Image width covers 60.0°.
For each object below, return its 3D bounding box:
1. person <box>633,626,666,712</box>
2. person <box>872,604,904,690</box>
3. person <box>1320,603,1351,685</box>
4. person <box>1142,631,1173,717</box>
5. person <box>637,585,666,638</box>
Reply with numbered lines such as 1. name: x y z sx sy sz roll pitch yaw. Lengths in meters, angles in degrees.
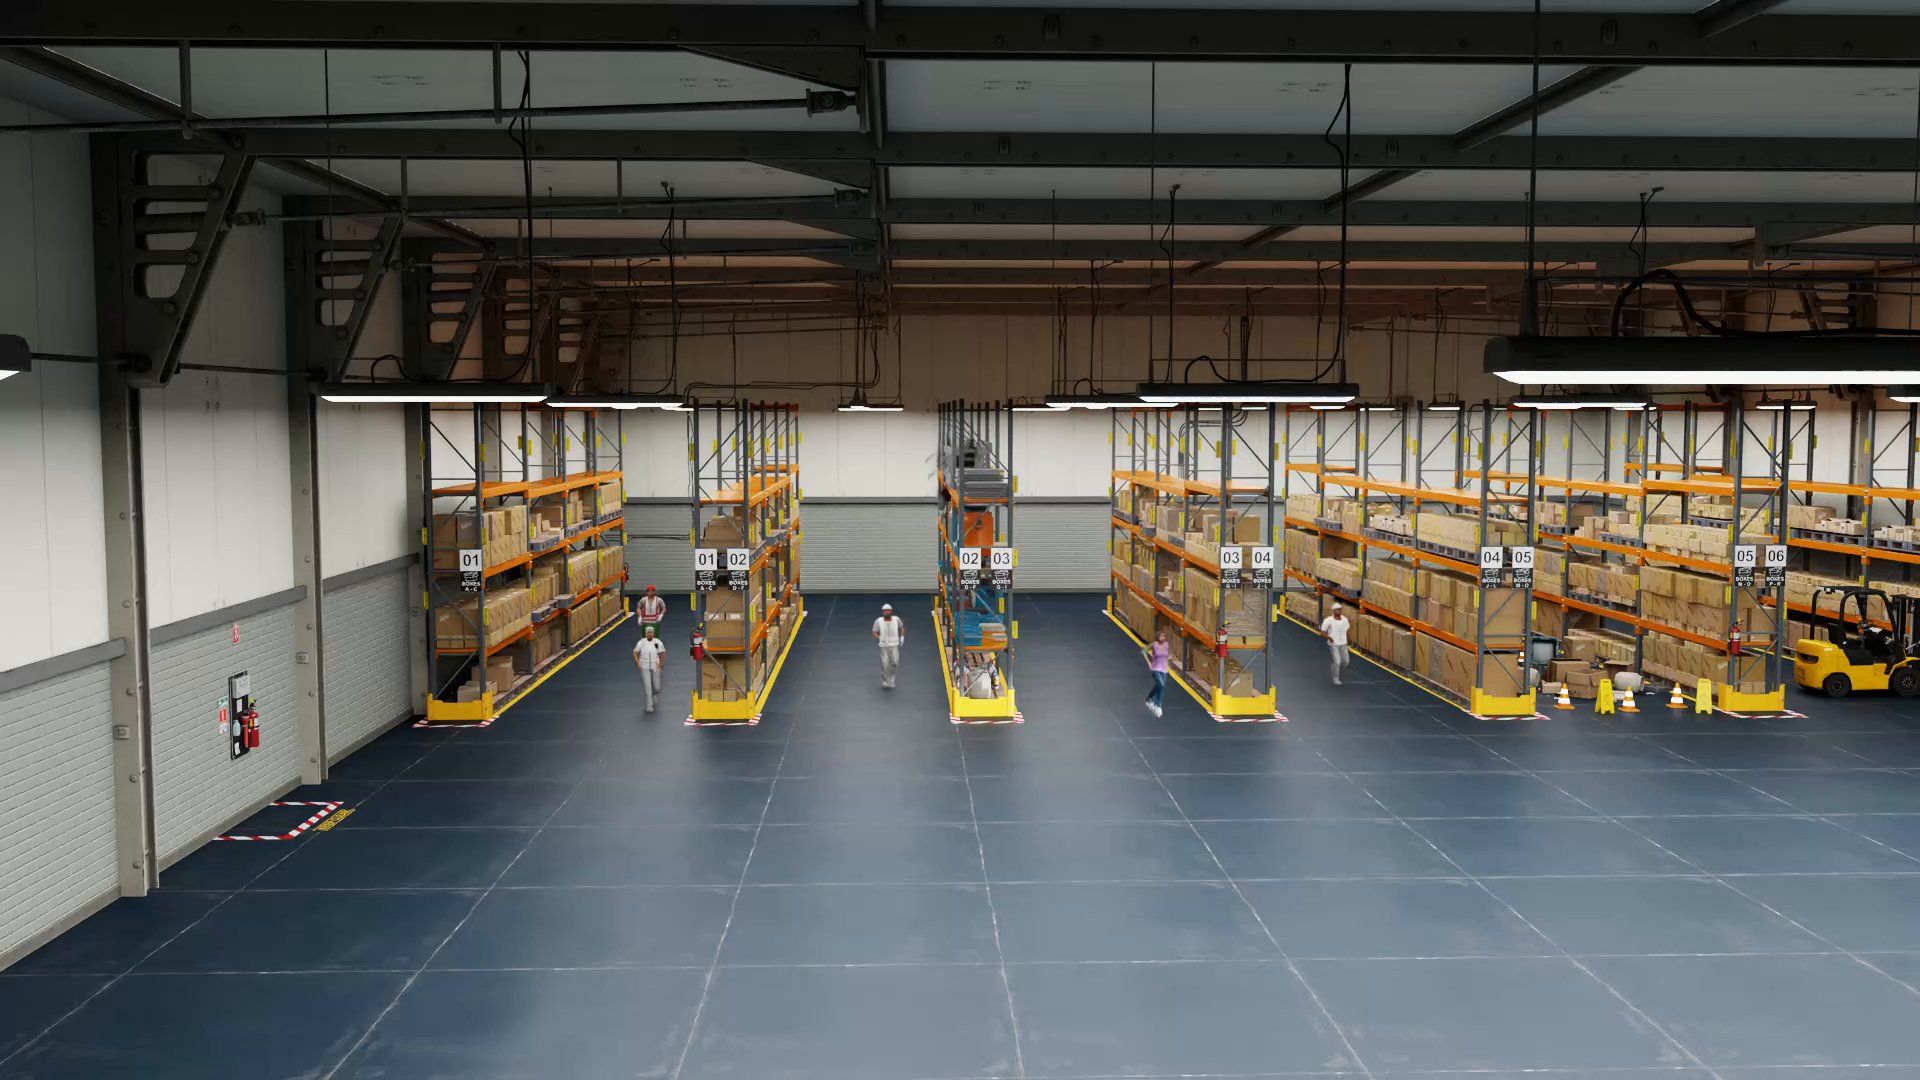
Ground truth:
1. person: -6.005 2.470 32.165 0.625 1.629 0.587 -1 4 -13
2. person: -1.486 2.220 34.565 0.679 1.776 0.666 0 4 -6
3. person: 7.971 2.195 35.165 0.696 1.716 0.605 -1 4 -14
4. person: 3.779 2.526 31.736 0.516 1.623 0.753 -2 5 -26
5. person: -7.151 1.919 38.571 0.668 1.749 0.583 -1 4 -9
